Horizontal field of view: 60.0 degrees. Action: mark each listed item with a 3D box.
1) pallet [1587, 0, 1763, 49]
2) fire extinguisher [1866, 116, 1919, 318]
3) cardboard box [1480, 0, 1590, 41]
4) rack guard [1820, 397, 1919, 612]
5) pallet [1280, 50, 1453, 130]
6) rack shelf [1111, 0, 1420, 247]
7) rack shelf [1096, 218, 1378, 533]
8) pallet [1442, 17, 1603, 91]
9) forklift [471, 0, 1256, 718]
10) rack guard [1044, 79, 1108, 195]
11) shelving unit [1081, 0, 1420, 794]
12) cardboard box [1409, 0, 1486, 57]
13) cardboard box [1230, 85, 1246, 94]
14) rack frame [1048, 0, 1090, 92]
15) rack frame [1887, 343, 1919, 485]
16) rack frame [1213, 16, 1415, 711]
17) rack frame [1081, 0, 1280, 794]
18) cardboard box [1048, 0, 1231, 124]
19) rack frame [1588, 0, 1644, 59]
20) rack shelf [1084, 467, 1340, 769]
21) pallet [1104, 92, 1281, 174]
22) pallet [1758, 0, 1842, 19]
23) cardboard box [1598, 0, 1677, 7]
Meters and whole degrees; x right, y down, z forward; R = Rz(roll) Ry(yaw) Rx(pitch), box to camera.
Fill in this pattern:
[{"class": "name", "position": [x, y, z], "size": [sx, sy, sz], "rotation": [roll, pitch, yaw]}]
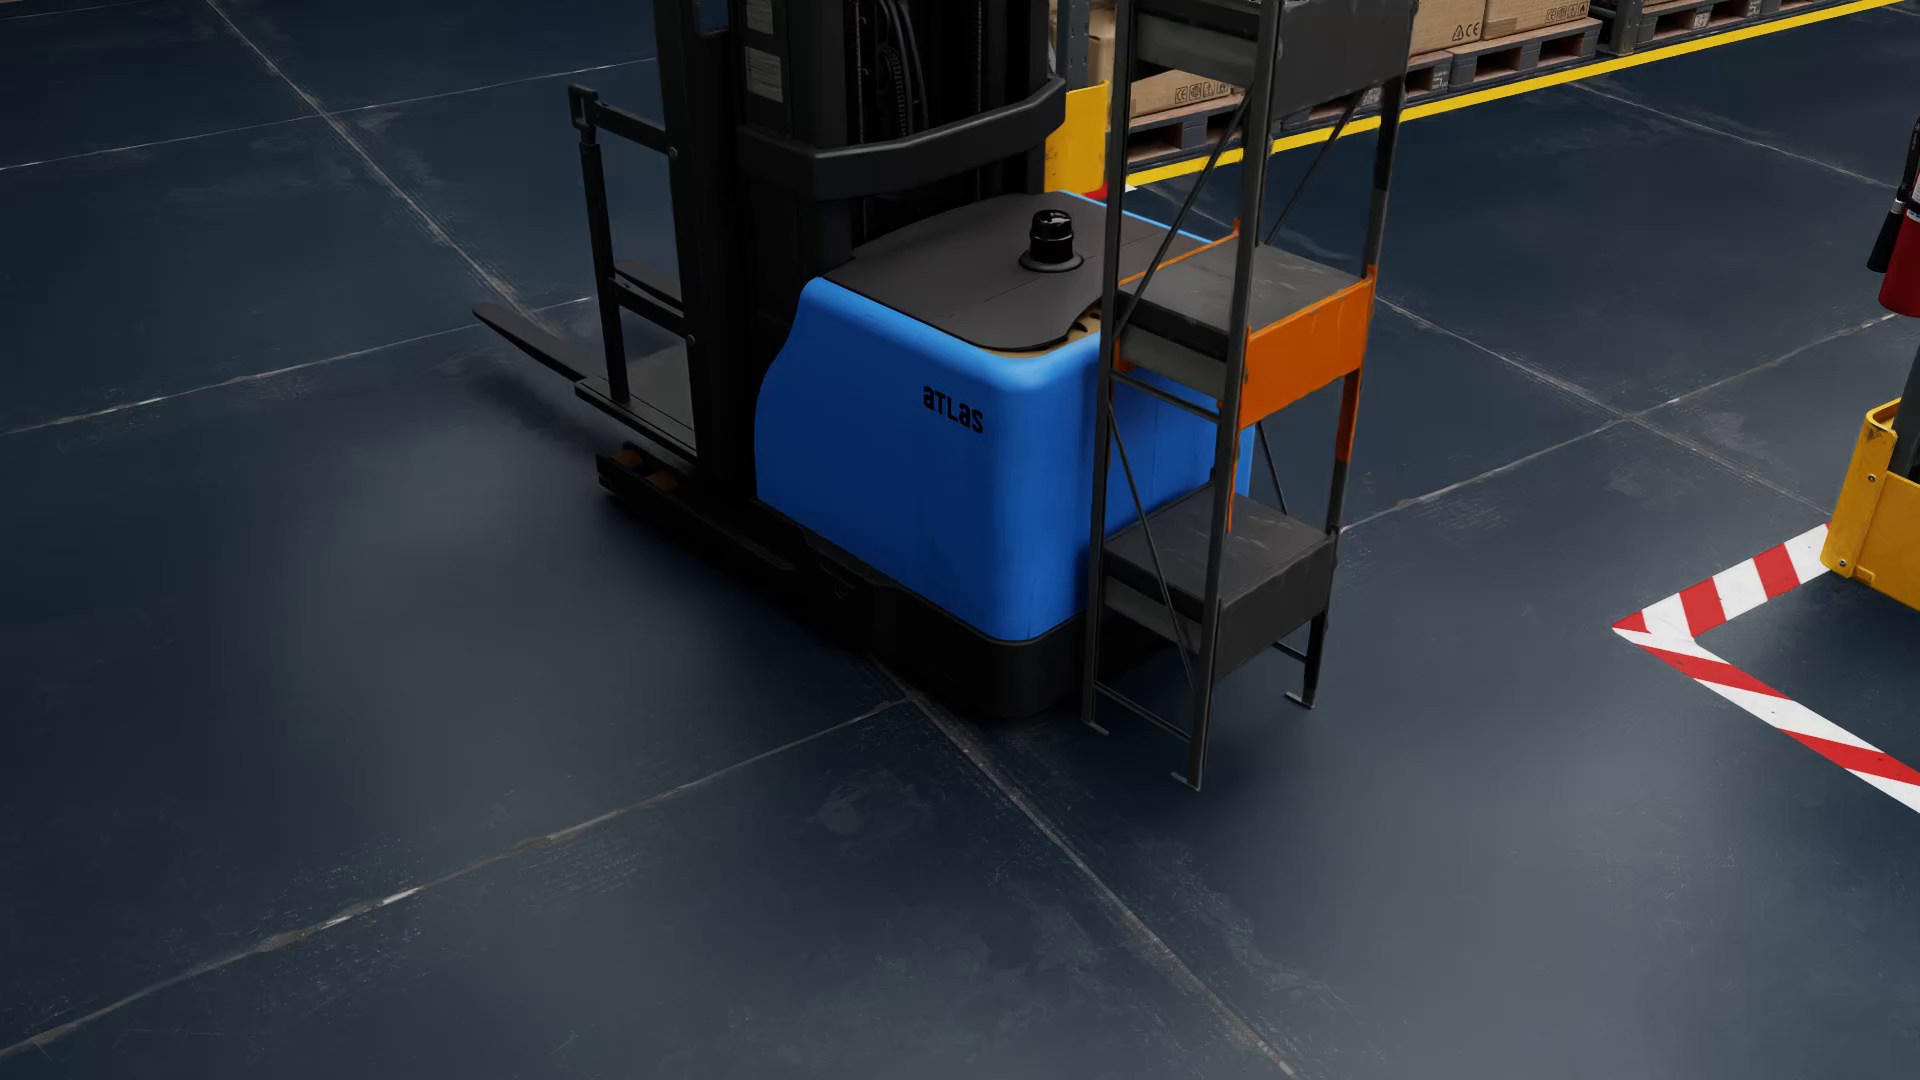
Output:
[{"class": "pallet", "position": [4.236, -3.398, 10.438], "size": [1.213, 0.211, 1.003], "rotation": [-19, 37, -27]}, {"class": "fire extinguisher", "position": [2.572, -0.917, 4.314], "size": [0.183, 0.674, 0.296], "rotation": [-19, 37, -27]}, {"class": "cardboard box", "position": [3.043, -3.281, 9.647], "size": [0.875, 0.438, 0.875], "rotation": [-20, 37, -28]}, {"class": "rack guard", "position": [3.097, 0.062, 4.683], "size": [0.348, 0.500, 1.175], "rotation": [-19, 37, -27]}, {"class": "pallet", "position": [1.921, -2.601, 9.176], "size": [1.213, 0.211, 1.003], "rotation": [-19, 37, -27]}, {"class": "rack shelf", "position": [0.645, -0.993, 3.569], "size": [0.480, 0.518, 0.431], "rotation": [-27, 41, -36]}, {"class": "rack shelf", "position": [0.645, -0.401, 3.943], "size": [0.480, 0.518, 0.431], "rotation": [-27, 41, -36]}, {"class": "pallet", "position": [2.947, -2.956, 9.738], "size": [1.213, 0.211, 1.003], "rotation": [-19, 37, -27]}, {"class": "forklift", "position": [-0.537, -1.461, 4.820], "size": [1.130, 2.935, 3.031], "rotation": [-27, 41, -36]}, {"class": "rack guard", "position": [0.246, -2.100, 8.110], "size": [0.348, 0.500, 1.175], "rotation": [-19, 37, -27]}, {"class": "shelving unit", "position": [0.645, -0.413, 3.936], "size": [0.503, 2.100, 0.431], "rotation": [-27, 41, -36]}, {"class": "cardboard box", "position": [2.291, -3.022, 9.236], "size": [0.875, 0.438, 0.875], "rotation": [-20, 37, -29]}, {"class": "cardboard box", "position": [1.532, -2.762, 8.824], "size": [0.875, 0.438, 0.875], "rotation": [-18, 36, -26]}, {"class": "rack frame", "position": [0.267, -3.164, 7.454], "size": [0.127, 3.000, 1.000], "rotation": [-19, 37, -27]}, {"class": "rack frame", "position": [3.034, -0.973, 3.981], "size": [0.127, 3.000, 1.000], "rotation": [-19, 37, -27]}, {"class": "rack frame", "position": [0.821, -0.503, 4.079], "size": [0.015, 2.100, 0.400], "rotation": [-27, 41, -36]}, {"class": "rack frame", "position": [0.469, -0.322, 3.793], "size": [0.015, 2.100, 0.400], "rotation": [-27, 41, -36]}, {"class": "cardboard box", "position": [0.767, -2.493, 8.399], "size": [0.875, 0.438, 0.875], "rotation": [-20, 38, -29]}, {"class": "rack frame", "position": [3.629, -4.320, 9.287], "size": [0.127, 3.000, 1.000], "rotation": [-19, 37, -27]}, {"class": "rack shelf", "position": [0.644, 0.191, 4.317], "size": [0.480, 0.518, 0.431], "rotation": [-27, 41, -36]}, {"class": "pallet", "position": [0.896, -2.251, 8.620], "size": [1.213, 0.211, 1.003], "rotation": [-19, 37, -27]}, {"class": "pallet", "position": [5.263, -3.752, 11.001], "size": [1.213, 0.211, 1.003], "rotation": [-19, 37, -27]}, {"class": "cardboard box", "position": [4.106, -3.814, 10.083], "size": [0.875, 0.875, 0.875], "rotation": [-18, 36, -26]}]
